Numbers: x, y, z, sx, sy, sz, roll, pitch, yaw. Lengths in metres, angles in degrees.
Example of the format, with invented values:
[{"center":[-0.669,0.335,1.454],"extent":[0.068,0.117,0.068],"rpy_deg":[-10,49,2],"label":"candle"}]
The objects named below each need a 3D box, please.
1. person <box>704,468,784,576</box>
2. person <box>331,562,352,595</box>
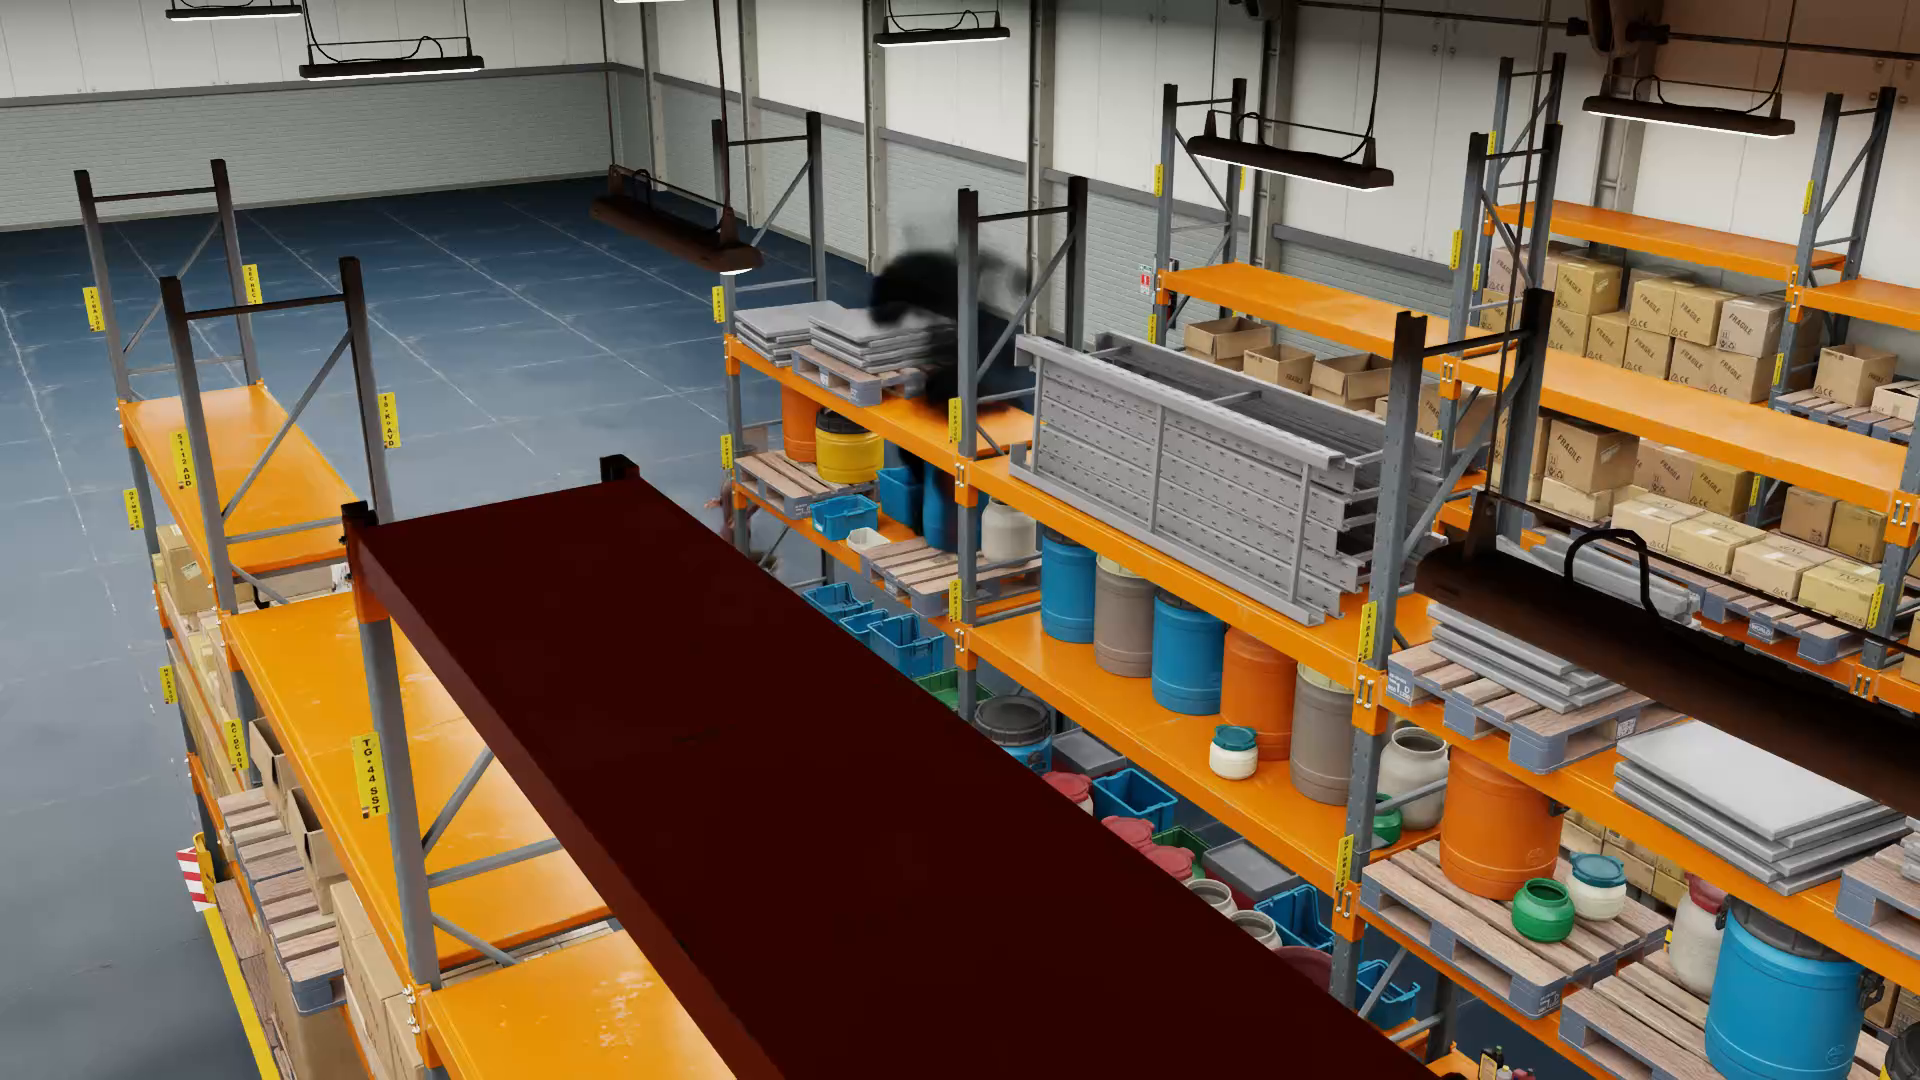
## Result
[{"center":[-2.571,-0.170,19.455],"extent":[0.990,1.774,0.716],"rpy_deg":[-4,22,-11],"label":"person"},{"center":[-6.476,0.622,17.479],"extent":[0.931,1.747,0.713],"rpy_deg":[0,22,0],"label":"person"}]
